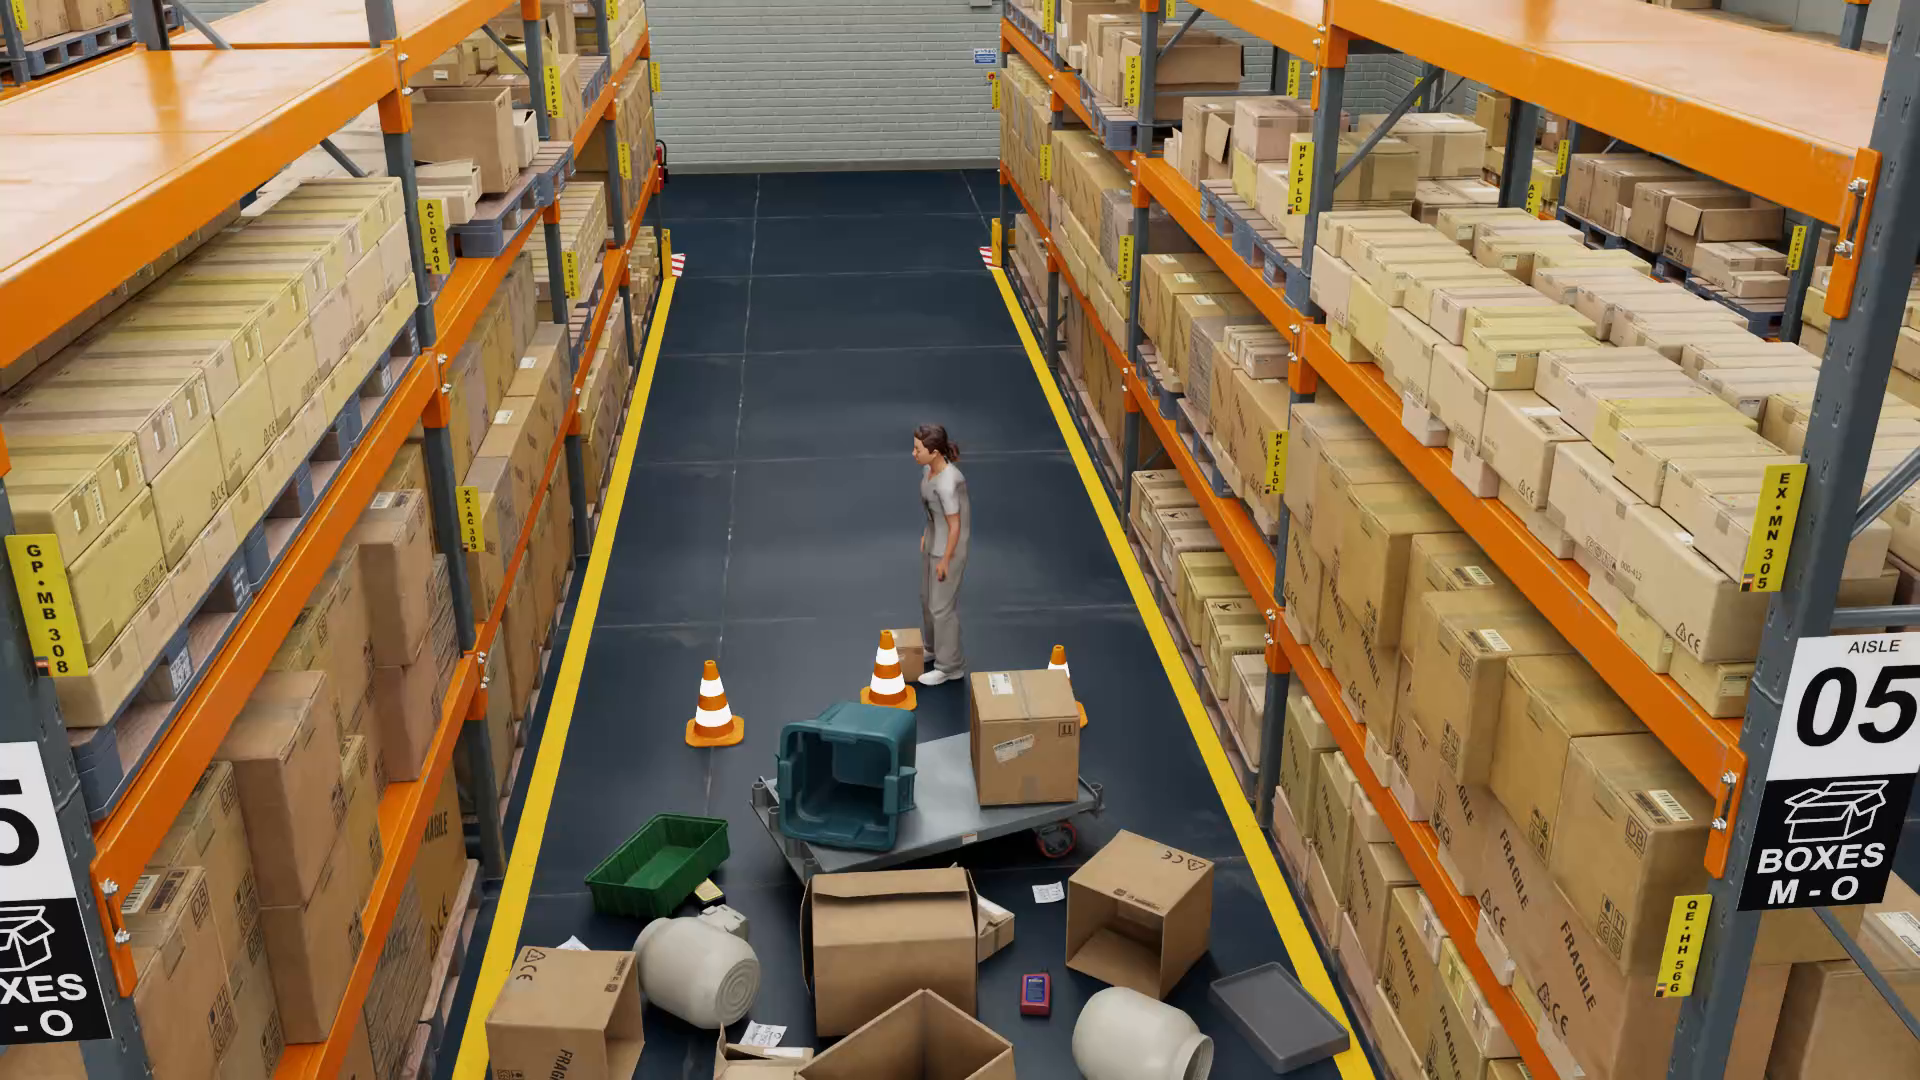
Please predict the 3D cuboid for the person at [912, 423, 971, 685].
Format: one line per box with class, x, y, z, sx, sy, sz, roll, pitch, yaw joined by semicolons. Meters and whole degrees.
person;-0.123;0.066;10.160;0.353;1.673;0.491;-6;25;-14
